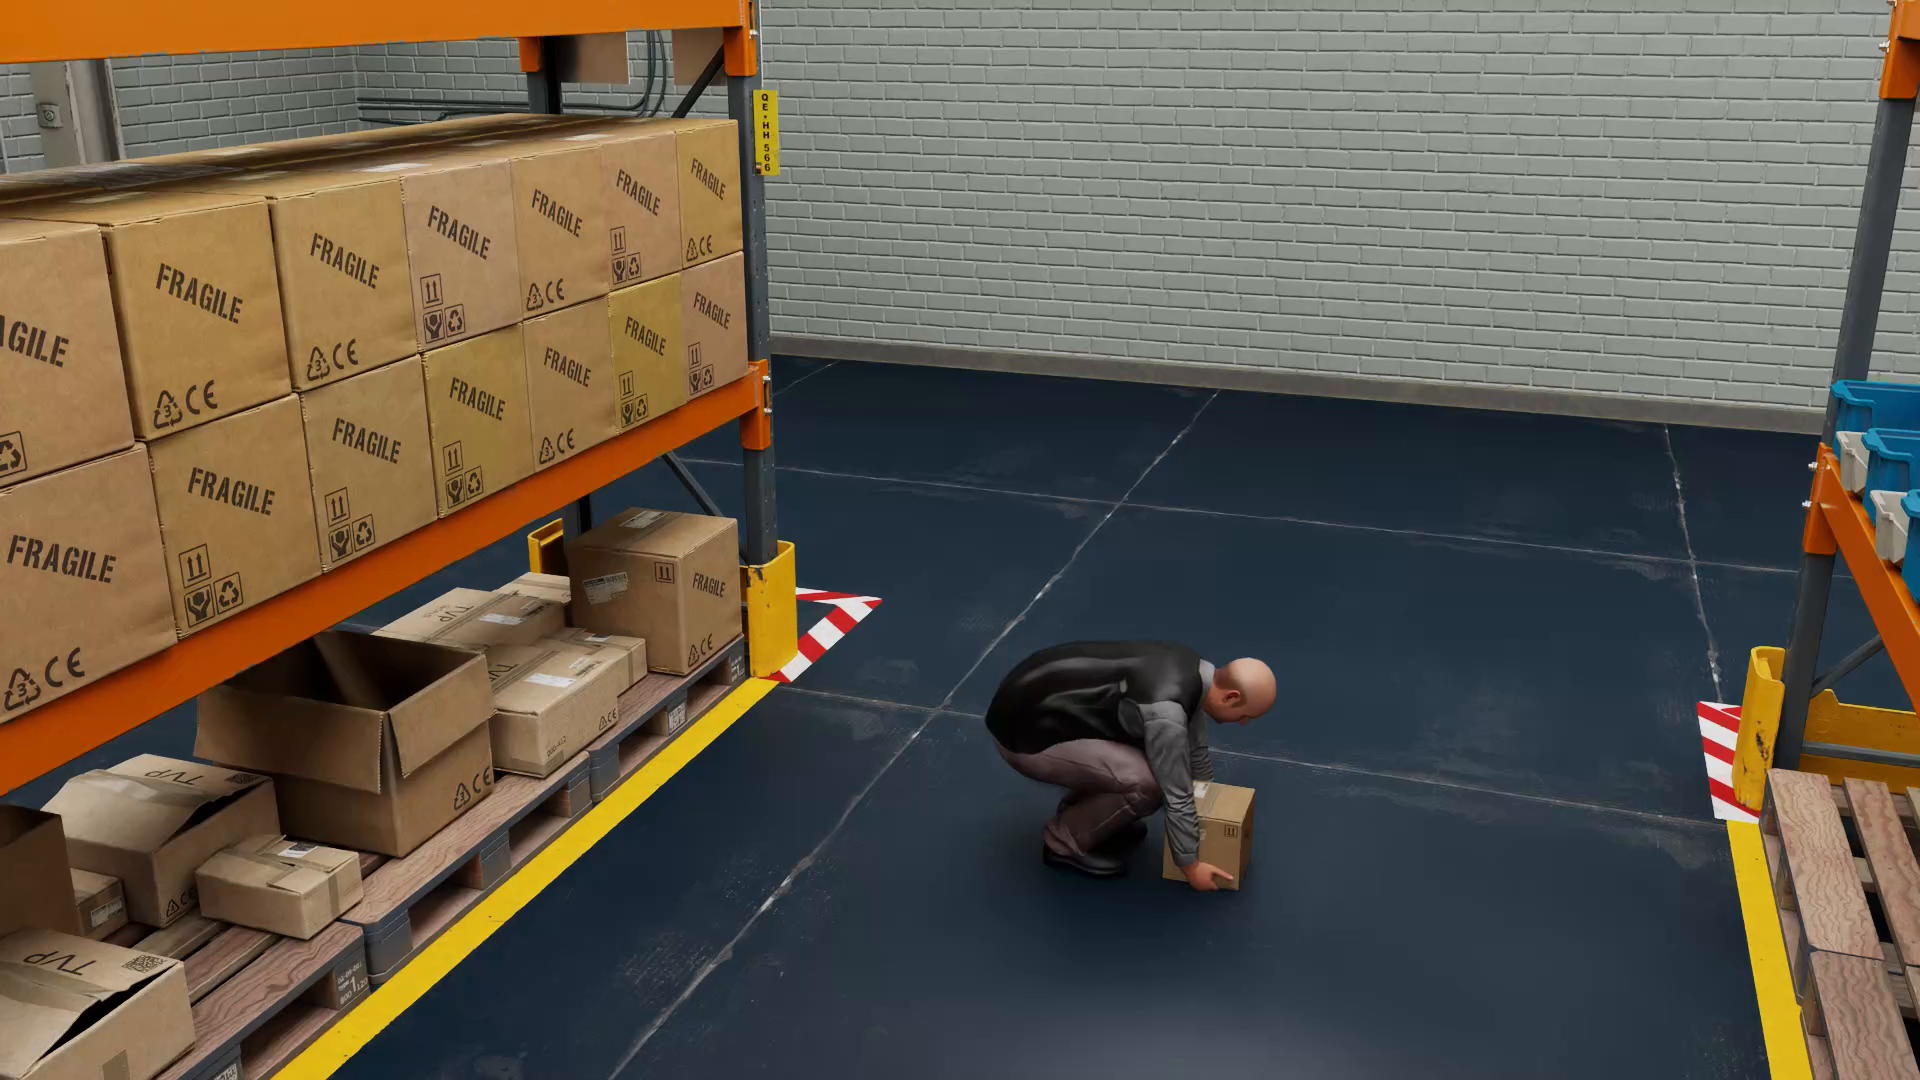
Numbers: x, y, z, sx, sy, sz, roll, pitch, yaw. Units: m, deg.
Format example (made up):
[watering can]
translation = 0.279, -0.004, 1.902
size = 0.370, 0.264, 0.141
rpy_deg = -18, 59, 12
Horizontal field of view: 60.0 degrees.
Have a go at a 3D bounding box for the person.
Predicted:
[person]
translation = 0.562, 0.715, 5.523
size = 0.929, 0.800, 0.503
rpy_deg = 6, 19, 17
